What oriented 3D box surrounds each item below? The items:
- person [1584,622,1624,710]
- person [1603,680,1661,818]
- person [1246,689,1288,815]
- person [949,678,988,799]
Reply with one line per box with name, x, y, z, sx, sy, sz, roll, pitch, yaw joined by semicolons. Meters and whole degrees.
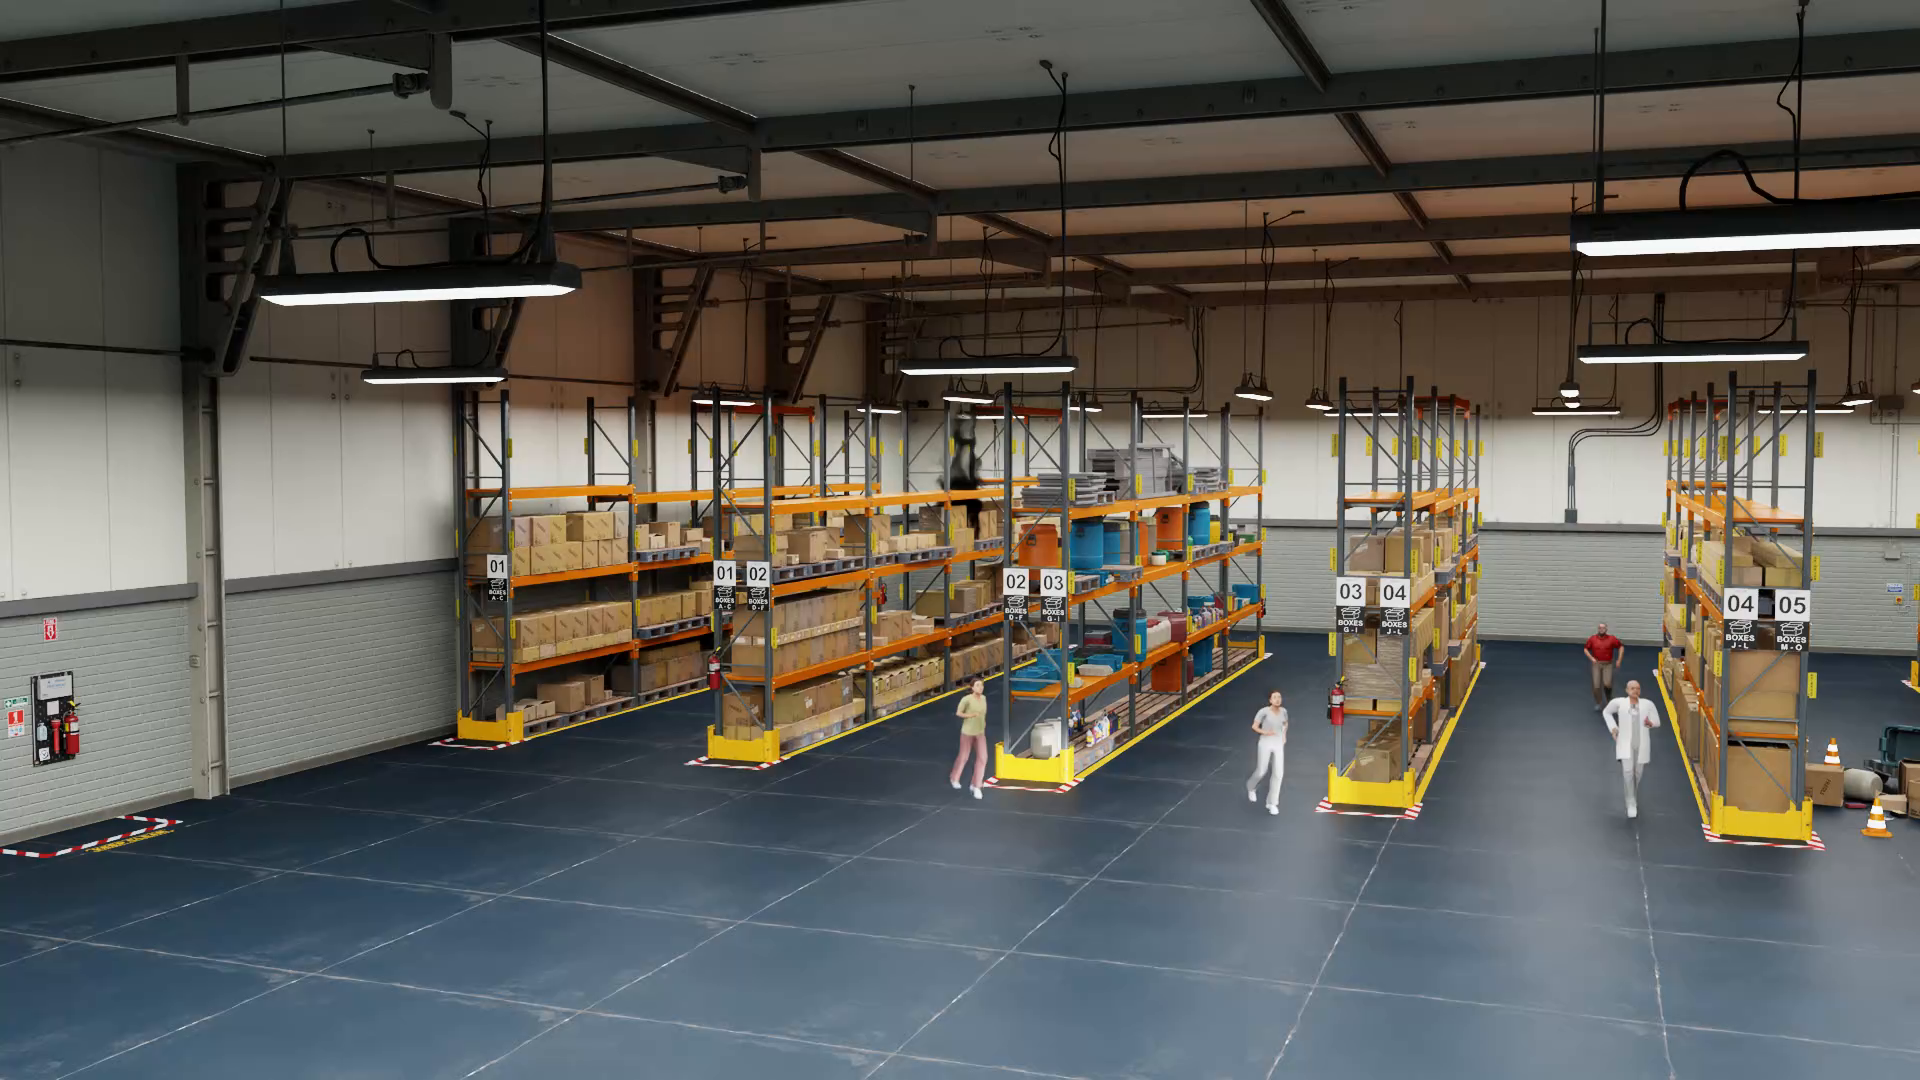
person;12.208;2.409;31.575;0.706;1.681;0.608;1;3;24
person;9.236;2.829;22.830;0.699;1.806;0.948;0;3;9
person;4.317;2.899;23.086;0.579;1.680;0.881;-1;3;-11
person;0.181;2.842;24.118;0.581;1.718;0.765;-2;4;-28
